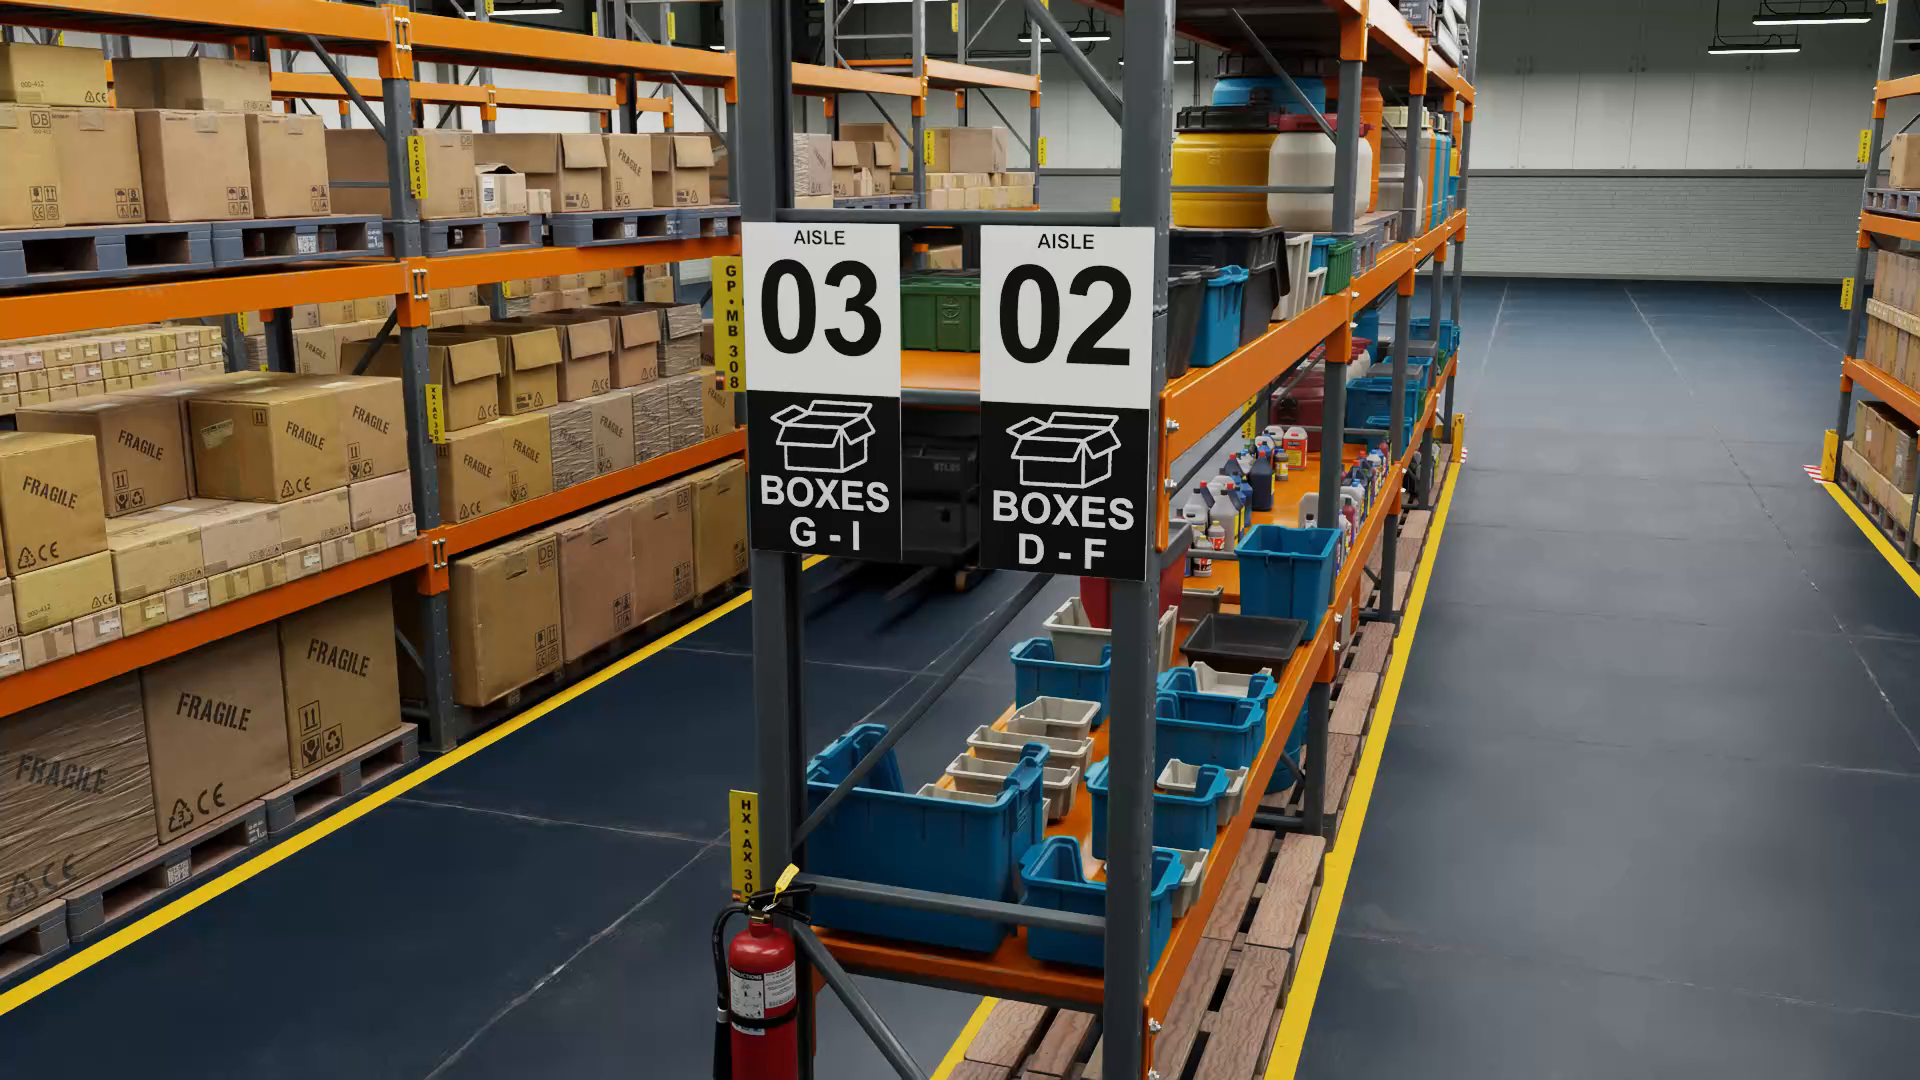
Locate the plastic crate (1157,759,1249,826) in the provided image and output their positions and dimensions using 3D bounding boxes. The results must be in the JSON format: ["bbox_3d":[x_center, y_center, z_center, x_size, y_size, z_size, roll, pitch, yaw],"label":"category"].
[{"bbox_3d":[0.769,0.793,5.231,0.250,0.136,0.298,4,14,18],"label":"plastic crate"}]

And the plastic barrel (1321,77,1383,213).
[{"bbox_3d":[2.378,-2.515,10.618,0.600,0.830,0.708,4,14,18],"label":"plastic barrel"}]

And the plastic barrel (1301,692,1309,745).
[{"bbox_3d":[1.691,0.640,9.215,0.600,0.901,0.708,4,14,18],"label":"plastic barrel"}]

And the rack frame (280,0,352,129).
[{"bbox_3d":[-8.911,-6.437,22.969,1.000,3.000,0.127,4,14,18],"label":"rack frame"}]

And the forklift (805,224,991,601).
[{"bbox_3d":[-0.365,-1.118,13.299,1.130,2.935,3.031,4,13,17],"label":"forklift"}]

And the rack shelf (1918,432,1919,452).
[{"bbox_3d":[7.897,-0.471,11.928,1.077,0.370,4.000,4,14,18],"label":"rack shelf"}]

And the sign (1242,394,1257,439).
[{"bbox_3d":[2.041,-0.876,11.718,0.100,0.325,0.005,4,14,18],"label":"sign"}]

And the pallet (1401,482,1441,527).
[{"bbox_3d":[4.115,-0.379,16.175,1.003,0.211,1.213,4,14,18],"label":"pallet"}]

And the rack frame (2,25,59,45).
[{"bbox_3d":[-13.609,-6.794,24.532,1.000,3.000,0.127,4,14,18],"label":"rack frame"}]

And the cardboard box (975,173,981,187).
[{"bbox_3d":[0.006,-3.921,18.125,0.380,0.149,0.250,5,14,20],"label":"cardboard box"}]

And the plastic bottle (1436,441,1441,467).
[{"bbox_3d":[4.952,-0.889,17.256,0.061,0.283,0.133,5,14,20],"label":"plastic bottle"}]

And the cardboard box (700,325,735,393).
[{"bbox_3d":[-1.986,-1.485,13.584,0.500,0.500,0.500,3,13,11],"label":"cardboard box"}]

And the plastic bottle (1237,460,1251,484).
[{"bbox_3d":[1.669,-0.338,10.006,0.152,0.276,0.135,4,14,18],"label":"plastic bottle"}]

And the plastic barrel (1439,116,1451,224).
[{"bbox_3d":[3.899,-3.184,14.332,0.600,0.901,0.708,4,14,18],"label":"plastic barrel"}]

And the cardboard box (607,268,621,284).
[{"bbox_3d":[-4.752,-3.471,20.692,0.875,0.550,0.550,4,14,18],"label":"cardboard box"}]

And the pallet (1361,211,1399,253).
[{"bbox_3d":[2.224,-1.974,10.581,1.003,0.211,1.213,4,14,18],"label":"pallet"}]

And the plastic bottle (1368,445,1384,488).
[{"bbox_3d":[2.645,-0.467,10.582,0.097,0.271,0.097,0,13,0],"label":"plastic bottle"}]

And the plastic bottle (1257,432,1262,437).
[{"bbox_3d":[1.969,-0.568,10.996,0.061,0.283,0.133,4,14,18],"label":"plastic bottle"}]

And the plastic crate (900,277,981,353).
[{"bbox_3d":[0.024,-0.661,4.879,0.450,0.188,0.336,4,14,18],"label":"plastic crate"}]

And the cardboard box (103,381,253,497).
[{"bbox_3d":[-3.980,-0.525,8.528,0.500,0.500,0.500,4,14,18],"label":"cardboard box"}]

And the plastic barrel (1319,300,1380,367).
[{"bbox_3d":[3.447,-1.785,14.942,0.600,0.901,0.708,4,14,18],"label":"plastic barrel"}]

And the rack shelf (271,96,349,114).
[{"bbox_3d":[-9.558,-5.664,21.205,1.077,0.370,4.000,4,14,18],"label":"rack shelf"}]

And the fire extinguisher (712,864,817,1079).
[{"bbox_3d":[-0.503,1.145,4.243,0.296,0.674,0.183,4,14,18],"label":"fire extinguisher"}]

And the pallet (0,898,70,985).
[{"bbox_3d":[-4.526,1.755,6.824,1.003,0.211,1.213,4,14,18],"label":"pallet"}]

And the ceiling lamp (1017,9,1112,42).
[{"bbox_3d":[2.308,-12.269,35.401,2.000,3.185,0.800,4,14,18],"label":"ceiling lamp"}]

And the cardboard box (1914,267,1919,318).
[{"bbox_3d":[9.006,-2.230,14.877,0.700,0.500,0.500,4,14,18],"label":"cardboard box"}]

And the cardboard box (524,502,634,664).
[{"bbox_3d":[-2.940,0.234,11.052,1.225,0.875,0.875,4,13,16],"label":"cardboard box"}]

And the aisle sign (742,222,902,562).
[{"bbox_3d":[-0.325,-0.347,3.926,0.394,0.787,0.004,4,14,18],"label":"aisle sign"}]

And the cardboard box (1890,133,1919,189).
[{"bbox_3d":[9.042,-3.539,15.530,0.500,0.500,0.500,4,14,18],"label":"cardboard box"}]

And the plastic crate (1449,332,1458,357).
[{"bbox_3d":[5.058,-2.107,17.812,0.499,0.251,0.408,4,14,18],"label":"plastic crate"}]

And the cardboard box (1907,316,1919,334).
[{"bbox_3d":[8.841,-1.948,15.099,0.380,0.149,0.250,5,14,20],"label":"cardboard box"}]

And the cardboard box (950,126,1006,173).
[{"bbox_3d":[0.204,-4.355,18.568,0.500,0.500,0.500,4,14,18],"label":"cardboard box"}]

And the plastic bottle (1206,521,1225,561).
[{"bbox_3d":[1.334,0.003,8.681,0.097,0.201,0.097,0,13,0],"label":"plastic bottle"}]

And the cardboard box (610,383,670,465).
[{"bbox_3d":[-2.380,-0.828,11.648,0.500,0.500,0.500,4,13,17],"label":"cardboard box"}]

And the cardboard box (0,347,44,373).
[{"bbox_3d":[-7.097,-1.345,12.425,0.380,0.149,0.250,5,14,20],"label":"cardboard box"}]

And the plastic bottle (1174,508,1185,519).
[{"bbox_3d":[1.123,-0.017,8.585,0.061,0.283,0.133,4,14,18],"label":"plastic bottle"}]

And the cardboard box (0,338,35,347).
[{"bbox_3d":[-7.540,-1.505,13.126,0.380,0.149,0.250,5,14,20],"label":"cardboard box"}]

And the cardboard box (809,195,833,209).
[{"bbox_3d":[-1.406,-2.802,14.118,0.500,0.250,0.500,5,14,20],"label":"cardboard box"}]

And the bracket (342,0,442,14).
[{"bbox_3d":[-11.436,-10.338,31.972,0.076,0.066,4.783,4,14,18],"label":"bracket"}]

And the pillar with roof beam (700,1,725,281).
[{"bbox_3d":[-2.848,-11.456,44.955,9.100,9.000,0.548,4,14,18],"label":"pillar with roof beam"}]

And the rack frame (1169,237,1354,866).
[{"bbox_3d":[1.270,0.084,7.879,1.000,3.000,0.127,4,14,18],"label":"rack frame"}]

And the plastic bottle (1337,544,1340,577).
[{"bbox_3d":[1.855,0.081,8.340,0.097,0.201,0.097,0,13,0],"label":"plastic bottle"}]

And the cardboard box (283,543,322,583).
[{"bbox_3d":[-3.455,0.100,8.373,0.380,0.149,0.250,5,14,19],"label":"cardboard box"}]

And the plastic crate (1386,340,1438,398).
[{"bbox_3d":[3.991,-1.508,14.708,0.402,0.464,0.583,4,14,18],"label":"plastic crate"}]

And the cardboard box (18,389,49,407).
[{"bbox_3d":[-7.097,-1.058,12.505,0.380,0.149,0.250,4,13,17],"label":"cardboard box"}]

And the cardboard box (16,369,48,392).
[{"bbox_3d":[-7.095,-1.205,12.477,0.380,0.149,0.250,4,13,17],"label":"cardboard box"}]

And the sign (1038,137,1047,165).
[{"bbox_3d":[0.985,-4.649,19.885,0.100,0.325,0.005,4,14,18],"label":"sign"}]

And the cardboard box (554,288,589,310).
[{"bbox_3d":[-4.938,-2.710,19.782,0.875,0.550,0.550,4,14,18],"label":"cardboard box"}]

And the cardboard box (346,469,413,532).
[{"bbox_3d":[-3.311,-0.233,8.935,0.500,0.250,0.500,4,13,17],"label":"cardboard box"}]

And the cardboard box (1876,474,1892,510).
[{"bbox_3d":[8.806,-0.431,15.373,0.500,0.250,0.500,4,14,18],"label":"cardboard box"}]

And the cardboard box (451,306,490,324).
[{"bbox_3d":[-5.405,-2.255,17.902,0.500,0.500,0.500,4,14,18],"label":"cardboard box"}]

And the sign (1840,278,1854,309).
[{"bbox_3d":[9.315,-2.587,17.458,0.100,0.325,0.005,4,14,18],"label":"sign"}]

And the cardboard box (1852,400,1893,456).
[{"bbox_3d":[9.294,-1.113,16.672,0.500,0.500,0.500,4,14,18],"label":"cardboard box"}]

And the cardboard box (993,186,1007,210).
[{"bbox_3d":[0.218,-3.856,18.737,0.500,0.250,0.500,5,14,20],"label":"cardboard box"}]

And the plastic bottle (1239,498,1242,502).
[{"bbox_3d":[1.497,-0.138,9.139,0.097,0.271,0.097,0,13,0],"label":"plastic bottle"}]

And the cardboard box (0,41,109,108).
[{"bbox_3d":[-4.048,-1.985,7.125,0.500,0.250,0.500,4,13,17],"label":"cardboard box"}]

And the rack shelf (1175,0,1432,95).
[{"bbox_3d":[1.917,-2.716,9.181,1.077,0.370,4.000,4,14,18],"label":"rack shelf"}]

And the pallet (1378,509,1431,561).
[{"bbox_3d":[3.641,-0.073,14.832,1.003,0.211,1.213,4,14,18],"label":"pallet"}]
